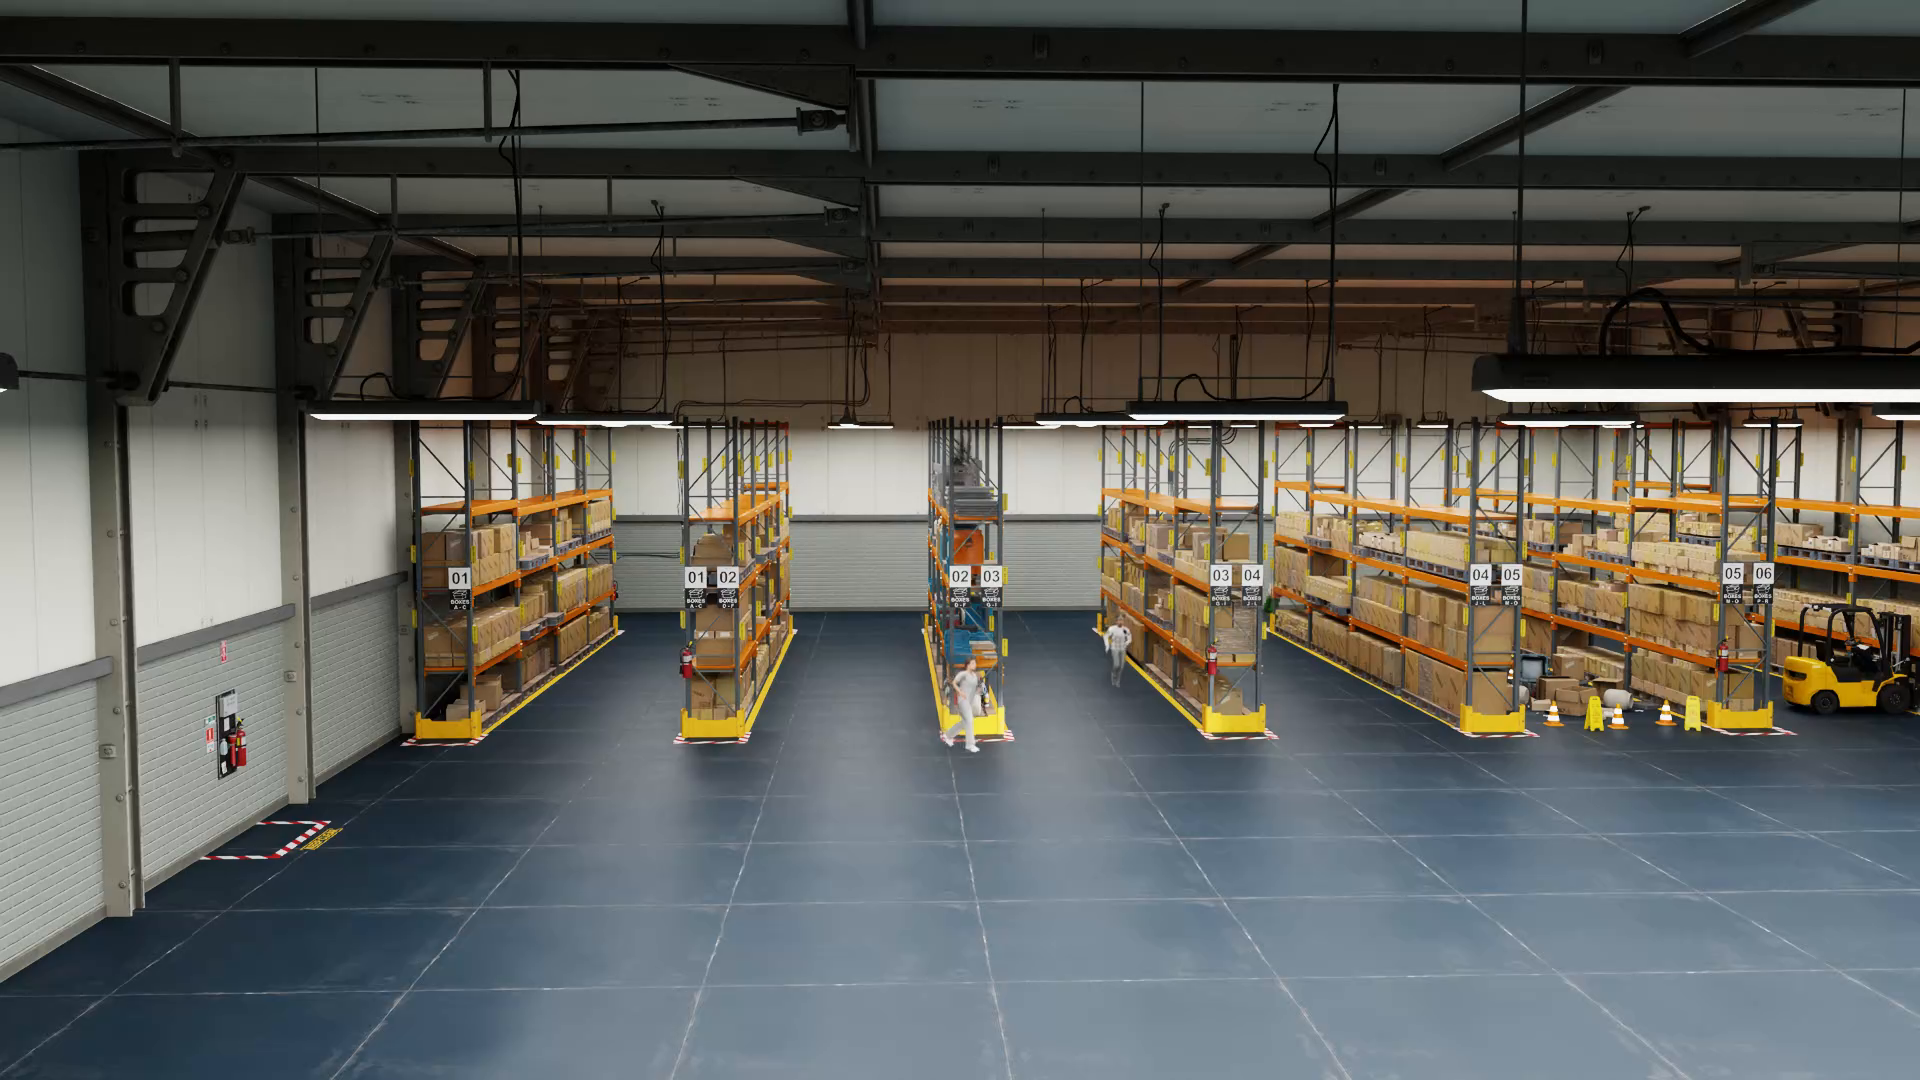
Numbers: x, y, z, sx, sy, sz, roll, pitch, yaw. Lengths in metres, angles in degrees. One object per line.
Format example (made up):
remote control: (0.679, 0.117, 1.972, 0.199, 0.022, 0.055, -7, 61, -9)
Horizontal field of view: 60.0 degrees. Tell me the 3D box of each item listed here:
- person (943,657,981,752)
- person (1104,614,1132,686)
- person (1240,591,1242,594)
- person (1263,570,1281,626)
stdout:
person: (0.119, 2.942, 30.094, 0.829, 1.655, 0.619, 2, 4, 32)
person: (3.541, 2.463, 37.061, 0.583, 1.647, 0.700, -1, 4, -10)
person: (7.677, 1.762, 47.600, 0.745, 1.720, 0.956, 3, 4, 34)
person: (9.178, 1.687, 48.662, 0.549, 1.738, 0.643, -1, 4, -17)
